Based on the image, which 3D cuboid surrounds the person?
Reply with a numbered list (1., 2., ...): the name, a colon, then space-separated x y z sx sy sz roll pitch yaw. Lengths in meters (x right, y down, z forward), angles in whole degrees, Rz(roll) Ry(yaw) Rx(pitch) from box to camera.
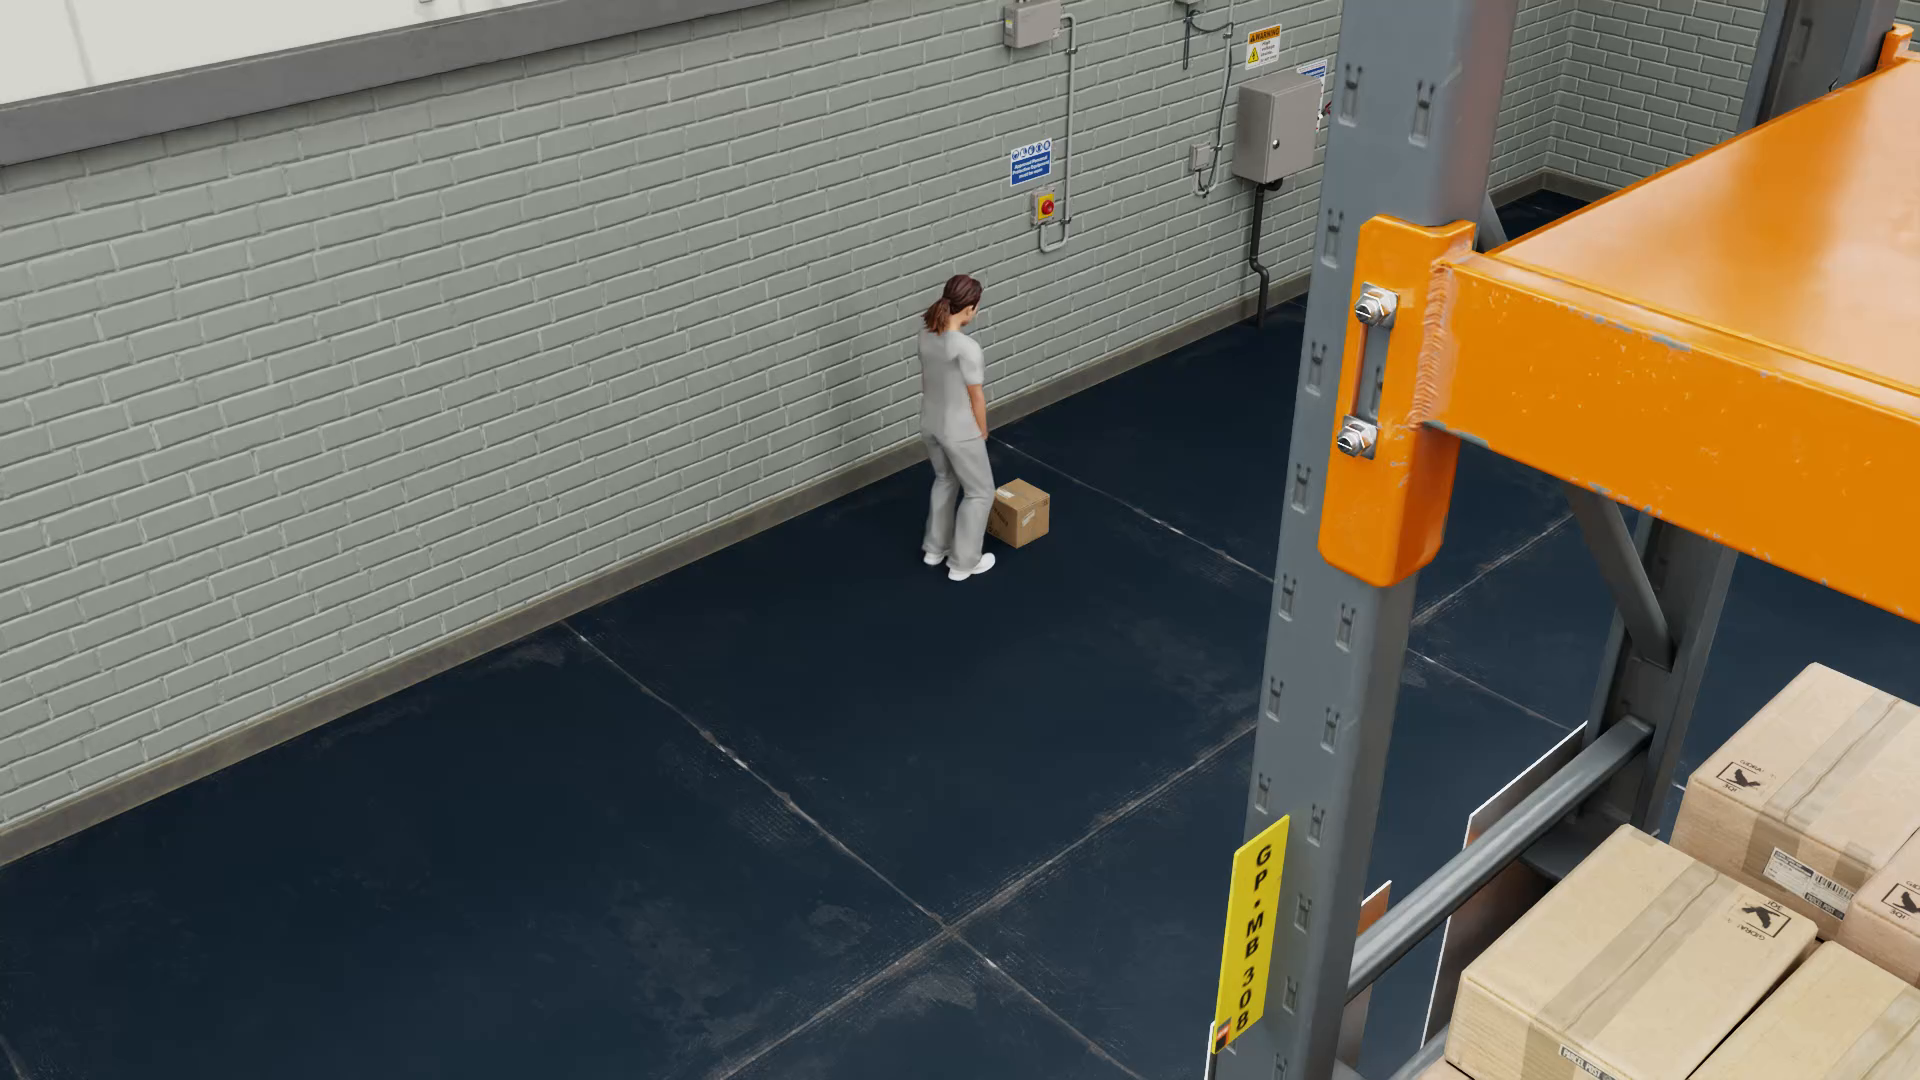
1. person: -0.035 -0.581 8.602 0.351 1.652 0.453 -25 40 -34
